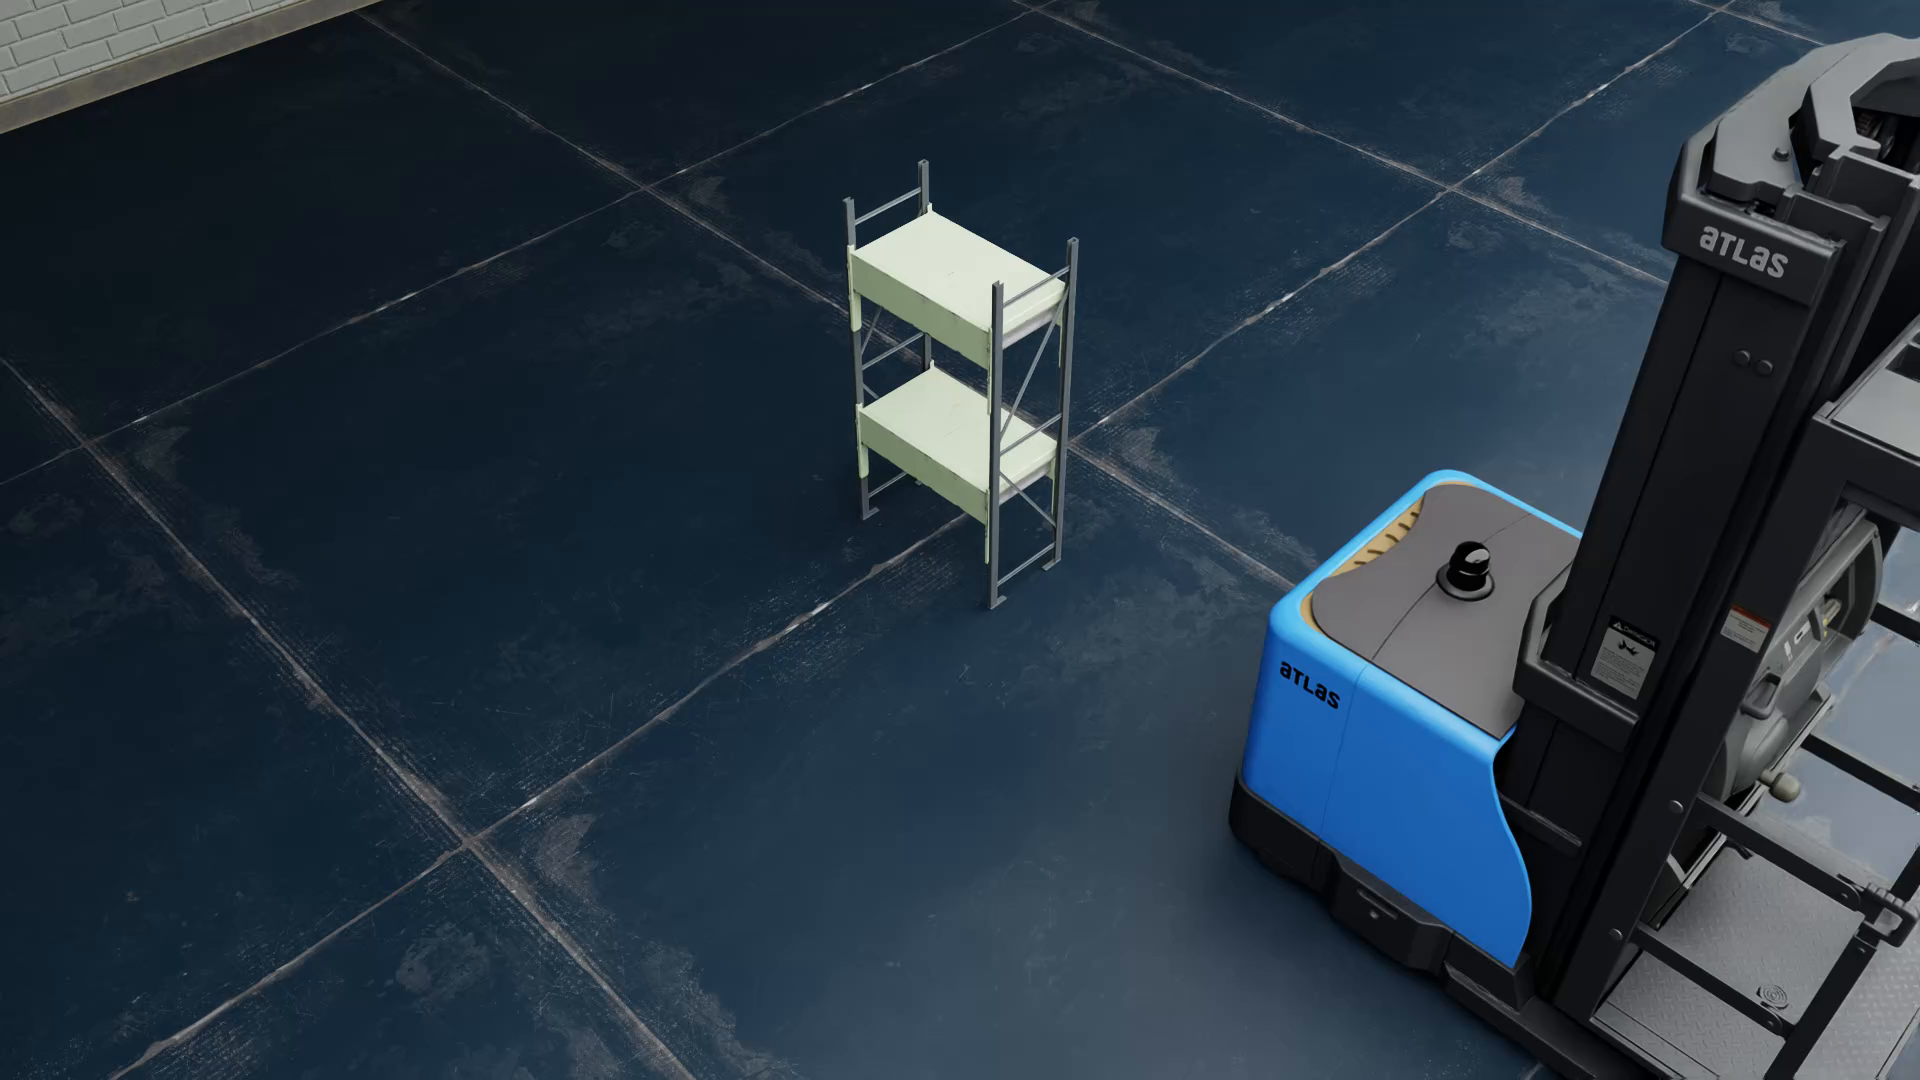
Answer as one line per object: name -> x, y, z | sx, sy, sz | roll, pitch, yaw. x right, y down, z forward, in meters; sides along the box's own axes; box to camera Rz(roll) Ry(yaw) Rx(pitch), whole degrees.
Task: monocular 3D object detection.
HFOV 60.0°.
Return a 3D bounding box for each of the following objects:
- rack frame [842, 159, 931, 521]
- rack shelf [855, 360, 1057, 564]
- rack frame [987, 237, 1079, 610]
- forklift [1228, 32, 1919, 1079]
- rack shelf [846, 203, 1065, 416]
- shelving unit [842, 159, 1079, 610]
rack frame -> -0.263, -0.730, 6.435 | 0.400, 1.500, 0.023 | -34, 53, -31
rack shelf -> -0.005, -0.315, 6.466 | 0.431, 0.370, 0.720 | -34, 53, -31
rack frame -> 0.254, -0.378, 6.054 | 0.400, 1.500, 0.023 | -34, 53, -31
forklift -> 2.314, 0.388, 4.171 | 3.031, 2.935, 1.130 | 33, 52, 31
rack shelf -> -0.005, -0.841, 5.980 | 0.431, 0.370, 0.720 | -34, 53, -31
shelving unit -> -0.005, -0.554, 6.244 | 0.431, 1.500, 0.755 | -34, 53, -31
